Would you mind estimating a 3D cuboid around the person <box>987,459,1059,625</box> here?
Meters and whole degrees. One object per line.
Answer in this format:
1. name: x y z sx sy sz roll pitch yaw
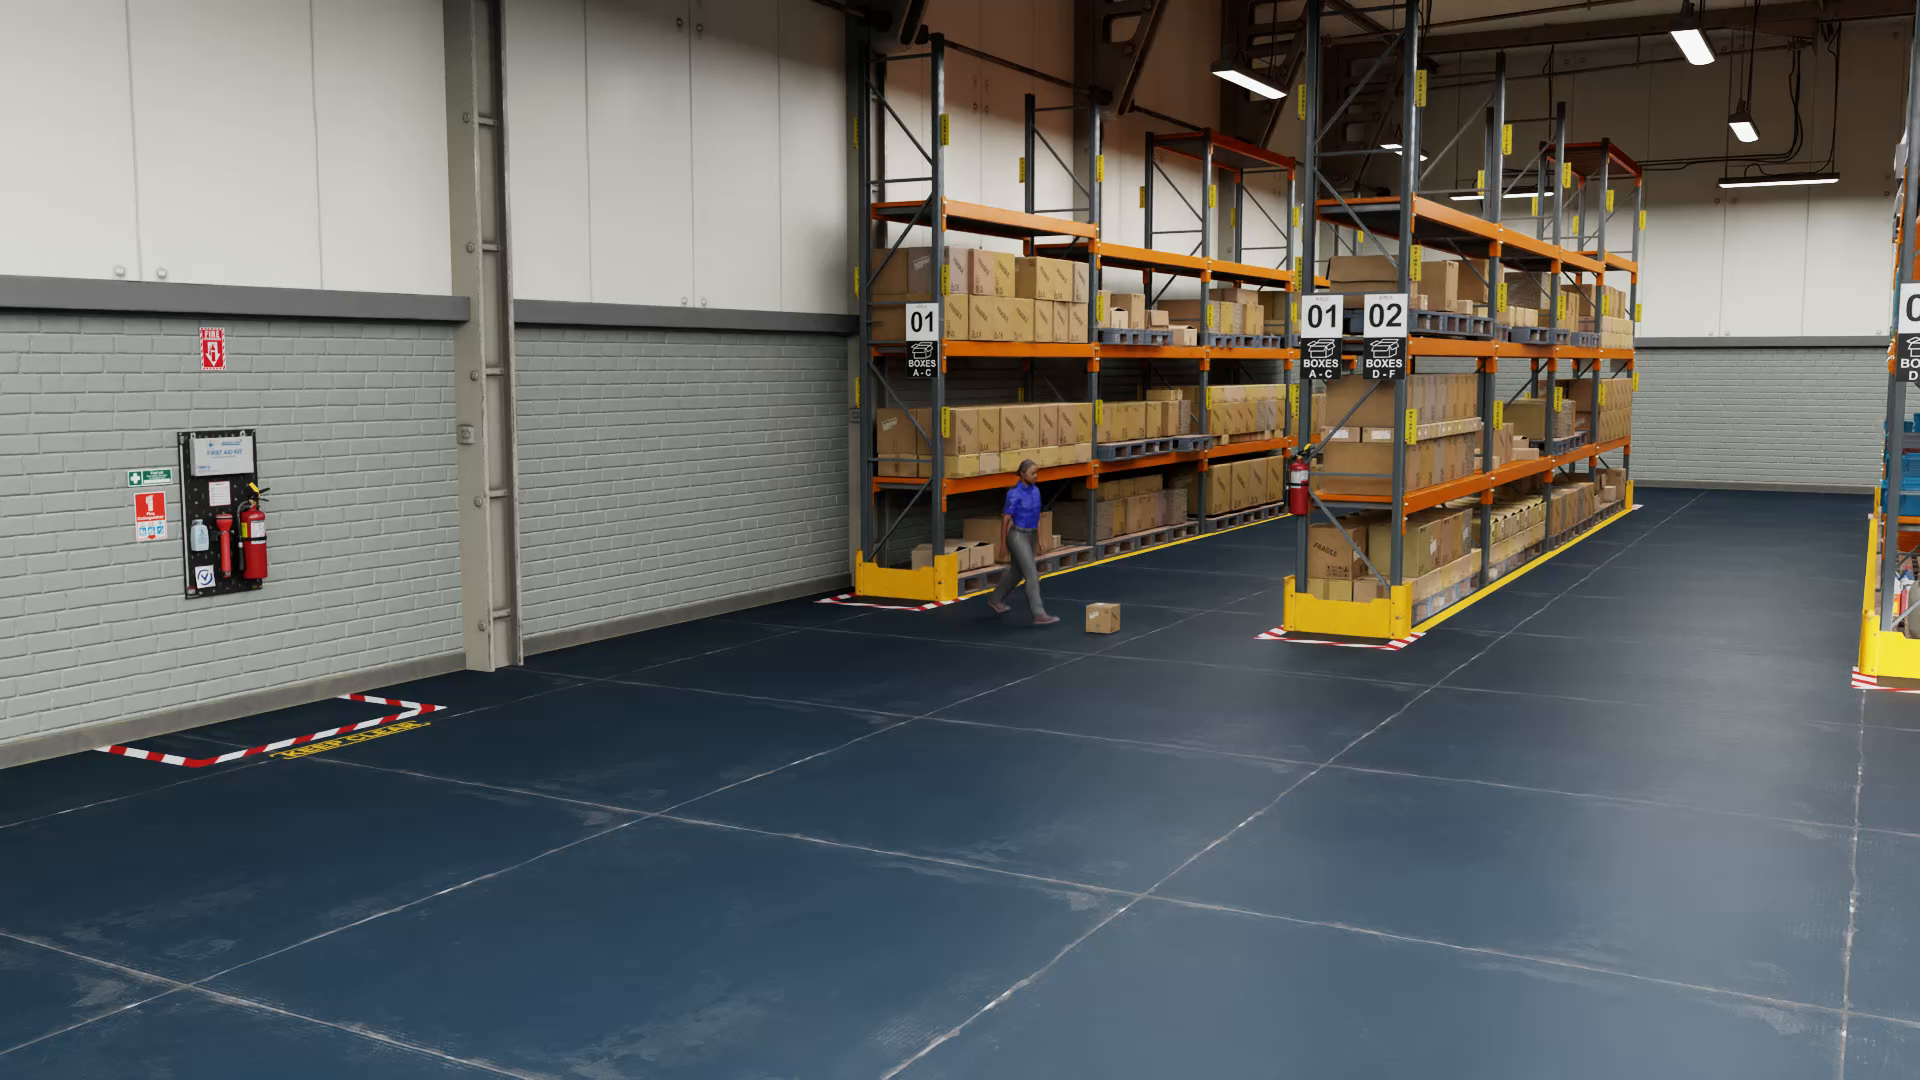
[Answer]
1. person: 0.604 0.003 16.420 1.027 1.605 0.465 5 8 37
